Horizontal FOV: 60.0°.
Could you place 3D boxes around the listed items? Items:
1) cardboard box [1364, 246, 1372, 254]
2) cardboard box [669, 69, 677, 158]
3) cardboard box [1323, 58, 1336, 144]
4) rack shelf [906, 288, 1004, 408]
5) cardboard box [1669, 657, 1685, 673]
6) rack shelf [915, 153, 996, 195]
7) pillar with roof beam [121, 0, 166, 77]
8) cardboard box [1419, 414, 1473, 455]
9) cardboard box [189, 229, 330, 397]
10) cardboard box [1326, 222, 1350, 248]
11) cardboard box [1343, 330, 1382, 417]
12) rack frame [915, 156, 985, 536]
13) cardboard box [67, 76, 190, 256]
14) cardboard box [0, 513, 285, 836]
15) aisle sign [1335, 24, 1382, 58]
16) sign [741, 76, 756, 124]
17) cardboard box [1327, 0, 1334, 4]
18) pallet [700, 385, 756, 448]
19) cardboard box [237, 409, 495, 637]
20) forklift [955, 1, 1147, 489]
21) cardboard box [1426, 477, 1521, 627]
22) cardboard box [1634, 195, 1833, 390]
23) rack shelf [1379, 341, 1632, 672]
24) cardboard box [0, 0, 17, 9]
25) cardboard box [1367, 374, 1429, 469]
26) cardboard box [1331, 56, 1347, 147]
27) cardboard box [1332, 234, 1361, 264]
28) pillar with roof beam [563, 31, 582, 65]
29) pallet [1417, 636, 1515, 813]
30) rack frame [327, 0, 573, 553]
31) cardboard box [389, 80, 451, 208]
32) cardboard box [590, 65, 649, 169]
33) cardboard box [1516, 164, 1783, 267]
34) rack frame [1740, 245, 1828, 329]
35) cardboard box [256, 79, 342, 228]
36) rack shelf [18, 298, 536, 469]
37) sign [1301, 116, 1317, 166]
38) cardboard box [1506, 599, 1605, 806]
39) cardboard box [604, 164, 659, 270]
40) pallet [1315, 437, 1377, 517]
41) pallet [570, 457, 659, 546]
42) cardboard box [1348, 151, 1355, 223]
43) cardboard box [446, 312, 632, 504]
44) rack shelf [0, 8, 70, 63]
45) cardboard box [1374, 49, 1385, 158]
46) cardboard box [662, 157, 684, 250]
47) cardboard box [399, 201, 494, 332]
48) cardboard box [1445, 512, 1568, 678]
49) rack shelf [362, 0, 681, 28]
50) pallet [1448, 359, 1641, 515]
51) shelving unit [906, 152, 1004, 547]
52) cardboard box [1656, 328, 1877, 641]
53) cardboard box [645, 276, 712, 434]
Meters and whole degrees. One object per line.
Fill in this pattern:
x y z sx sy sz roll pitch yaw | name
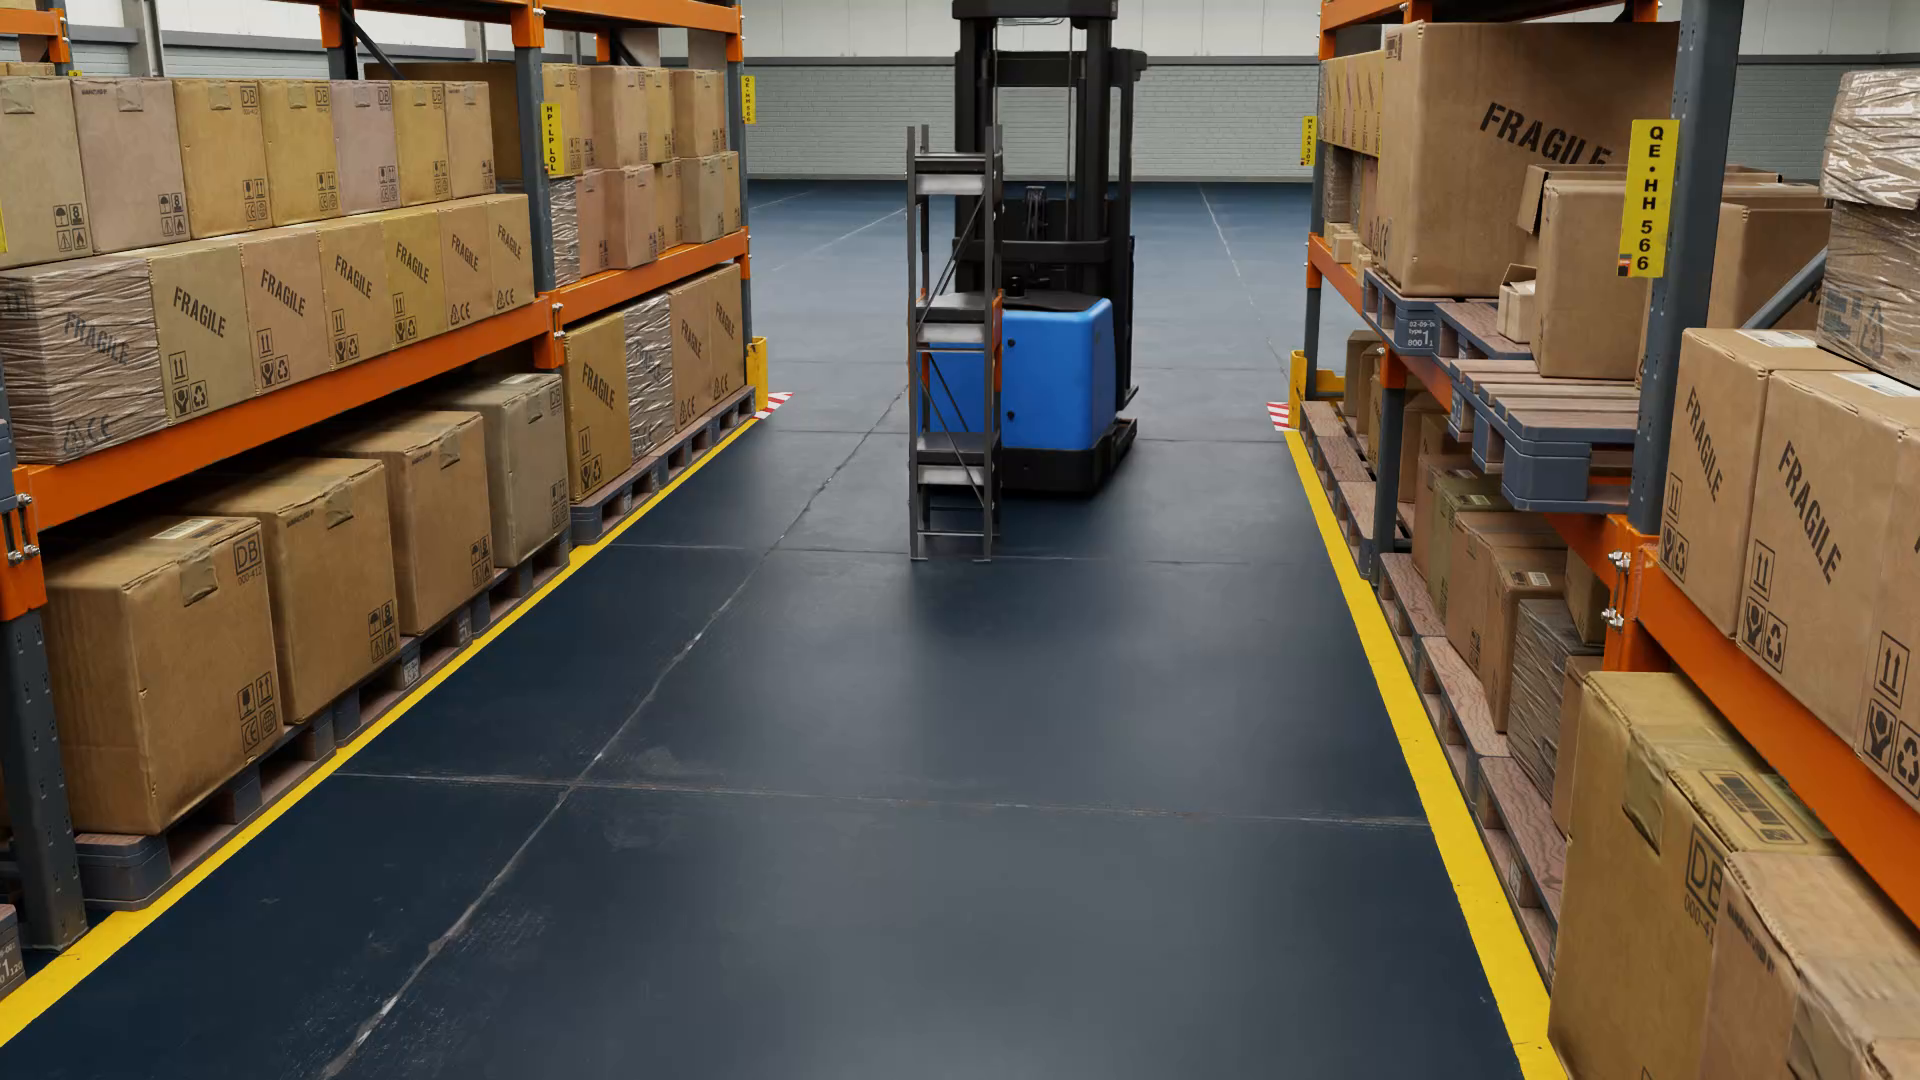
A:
2.366 -1.486 8.893 0.380 0.149 0.250 2 15 6 | cardboard box
-2.271 -2.642 10.330 0.875 0.550 0.550 2 15 6 | cardboard box
2.499 -2.668 10.106 0.500 0.500 0.500 2 15 6 | cardboard box
-0.019 -0.958 8.233 0.431 0.518 0.480 2 15 6 | rack shelf
2.038 0.275 4.409 0.500 0.250 0.500 2 15 9 | cardboard box
-0.019 -1.765 8.014 0.368 0.174 0.457 2 15 6 | rack shelf
-7.227 -8.422 22.570 9.100 9.000 0.400 2 15 6 | pillar with roof beam
2.528 -0.319 8.079 0.500 0.500 0.500 1 15 5 | cardboard box
-2.494 -0.775 5.589 0.500 0.500 0.500 2 15 6 | cardboard box
2.535 -1.941 10.575 0.380 0.149 0.250 2 15 6 | cardboard box
2.808 -1.092 10.940 0.500 0.500 0.500 5 16 17 | cardboard box
-0.048 -0.907 7.995 0.380 1.831 0.006 2 15 6 | rack frame
-2.808 -1.133 5.000 0.700 0.500 0.500 1 15 5 | cardboard box
-2.767 0.373 5.042 1.050 0.750 0.750 1 15 5 | cardboard box
2.604 -3.538 11.018 0.394 0.787 0.004 2 15 6 | aisle sign
-1.484 -3.084 11.648 0.100 0.325 0.005 2 15 6 | sign
2.584 -3.516 10.459 0.500 0.250 0.500 2 15 8 | cardboard box
-2.035 -0.874 11.491 1.003 0.211 1.213 2 15 6 | pallet
-2.567 -0.096 6.775 1.050 0.750 0.750 2 15 6 | cardboard box
0.568 -2.025 10.536 1.121 2.935 3.031 3 16 12 | forklift
2.280 0.056 6.655 0.700 0.500 0.500 2 15 6 | cardboard box
2.013 -0.575 4.046 0.500 0.500 0.500 0 15 -1 | cardboard box
2.218 -0.354 5.604 1.077 0.370 4.000 2 15 6 | rack shelf
-6.710 -3.710 11.371 0.380 0.149 0.250 2 15 7 | cardboard box
2.578 -0.631 9.234 0.500 0.500 0.500 0 15 1 | cardboard box
2.444 -2.538 9.626 0.500 0.500 0.500 2 15 6 | cardboard box
2.360 -1.683 9.622 0.380 0.149 0.250 2 15 6 | cardboard box
-5.196 -13.091 39.835 9.100 9.000 0.400 2 15 6 | pillar with roof beam
2.222 0.645 5.872 1.003 0.211 1.213 2 15 6 | pallet
-2.473 -1.393 8.066 1.000 3.000 0.127 2 15 6 | rack frame
-2.580 -1.661 6.952 0.700 0.500 0.500 1 15 5 | cardboard box
-2.253 -2.363 9.299 0.875 0.550 0.550 2 15 6 | cardboard box
2.340 -1.021 5.688 0.797 0.503 0.637 3 15 12 | cardboard box
1.989 -0.183 3.592 0.949 2.616 0.053 2 15 6 | rack frame
-2.695 -1.399 5.983 0.700 0.500 0.500 2 15 6 | cardboard box
-2.699 -0.621 6.216 0.919 0.124 3.809 2 15 6 | rack shelf
2.356 -2.692 11.211 0.100 0.325 0.005 2 15 6 | sign
2.098 0.493 5.039 0.700 0.500 0.500 0 15 2 | cardboard box
-2.226 -1.841 9.437 0.875 0.550 0.550 2 15 6 | cardboard box
2.619 -0.367 9.614 1.003 0.211 1.213 2 15 6 | pallet
-2.310 -0.241 9.151 1.003 0.211 1.213 2 15 6 | pallet
2.868 -2.175 10.196 0.875 0.500 0.500 2 15 6 | cardboard box
-2.333 -0.731 8.884 0.875 0.875 0.875 2 15 7 | cardboard box
-7.177 -3.132 10.129 1.077 0.370 4.000 2 15 6 | rack shelf
2.221 -2.020 7.708 0.500 0.500 0.500 2 15 6 | cardboard box
-2.247 -2.120 10.469 0.875 0.550 0.550 2 15 6 | cardboard box
-2.324 -1.167 7.039 0.500 0.500 0.500 2 15 6 | cardboard box
2.218 0.201 6.119 0.730 0.500 0.544 1 15 5 | cardboard box
-2.248 -3.106 9.661 0.919 0.124 3.809 2 15 6 | rack shelf
1.967 -0.278 4.312 1.213 0.211 1.003 2 15 6 | pallet
-5.811 -2.638 8.370 12.070 5.092 0.667 2 15 6 | shelving unit
1.667 -0.113 3.142 0.500 0.500 0.500 2 15 8 | cardboard box
-2.130 -1.201 10.623 0.875 0.875 0.875 1 15 5 | cardboard box
